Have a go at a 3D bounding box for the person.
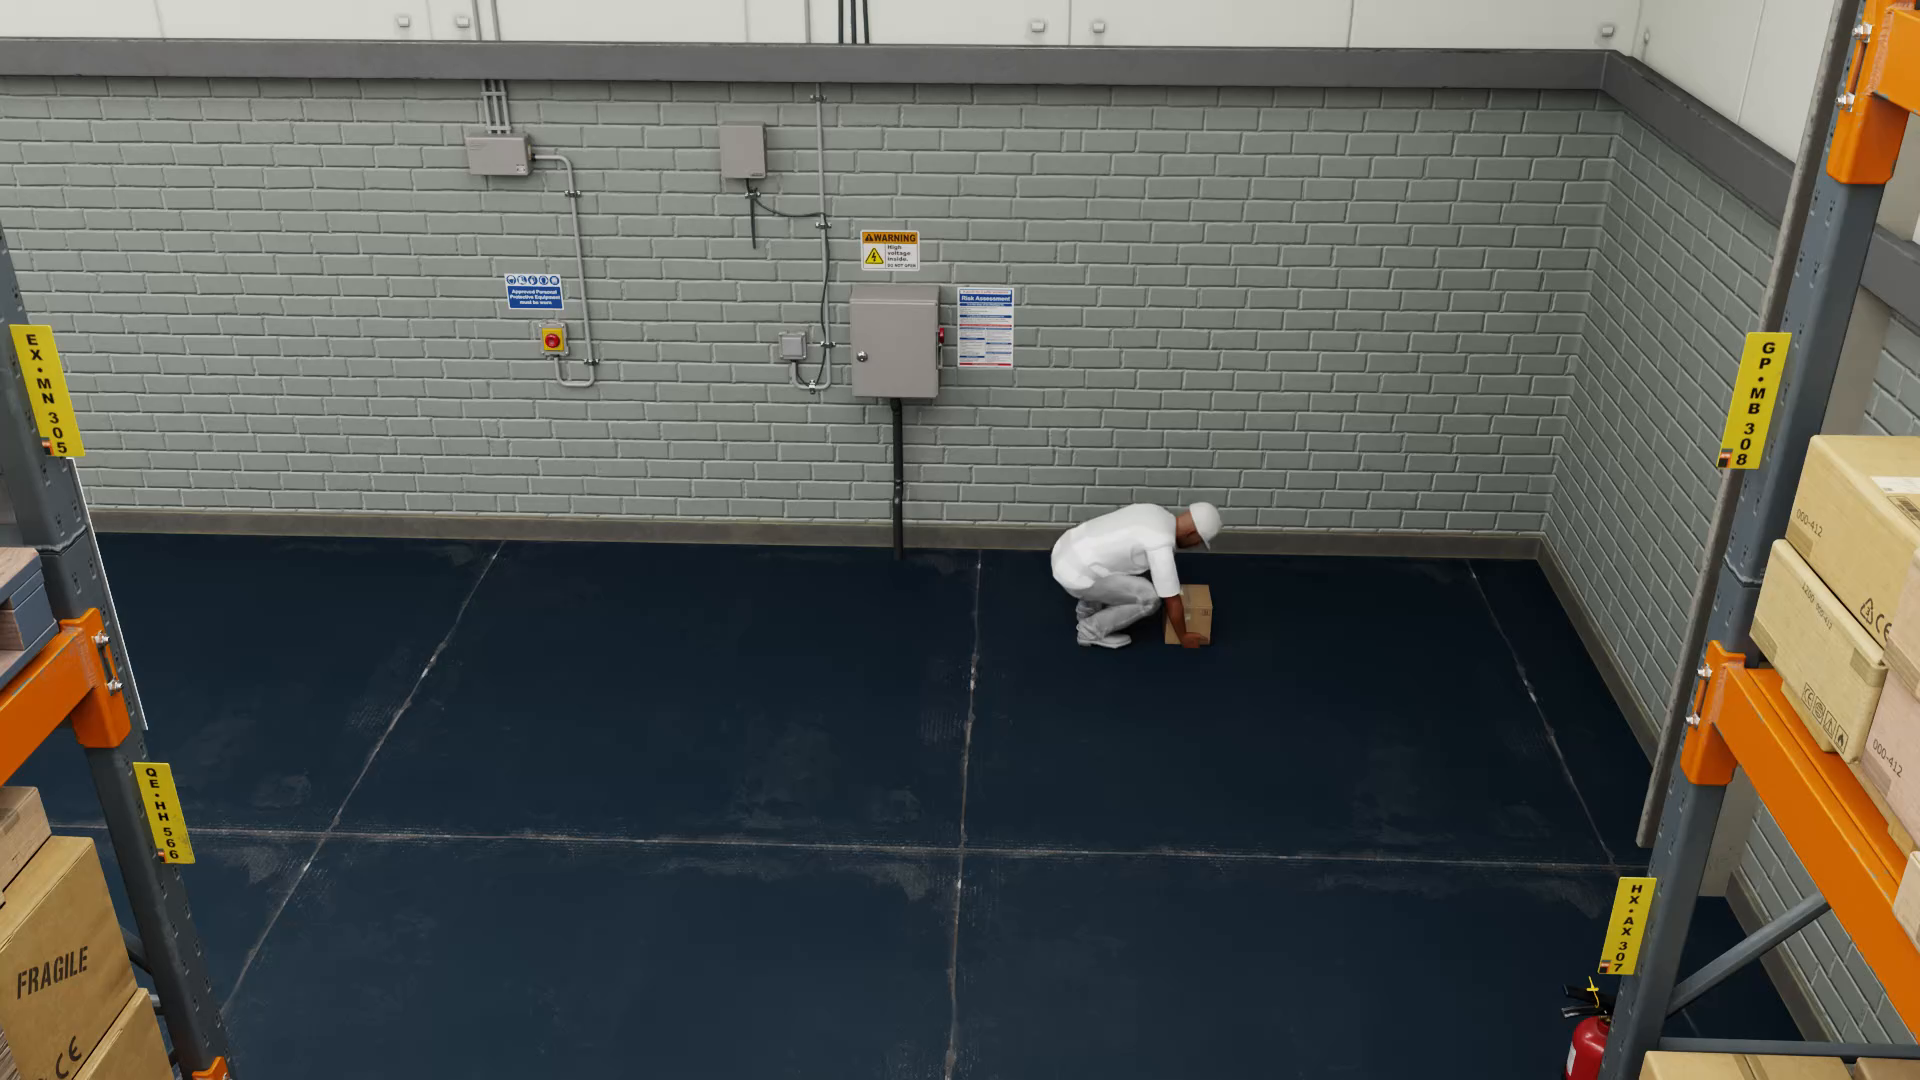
[{"bbox_3d":[0.979,0.194,9.347,0.939,0.873,0.535,1,28,1],"label":"person"}]
